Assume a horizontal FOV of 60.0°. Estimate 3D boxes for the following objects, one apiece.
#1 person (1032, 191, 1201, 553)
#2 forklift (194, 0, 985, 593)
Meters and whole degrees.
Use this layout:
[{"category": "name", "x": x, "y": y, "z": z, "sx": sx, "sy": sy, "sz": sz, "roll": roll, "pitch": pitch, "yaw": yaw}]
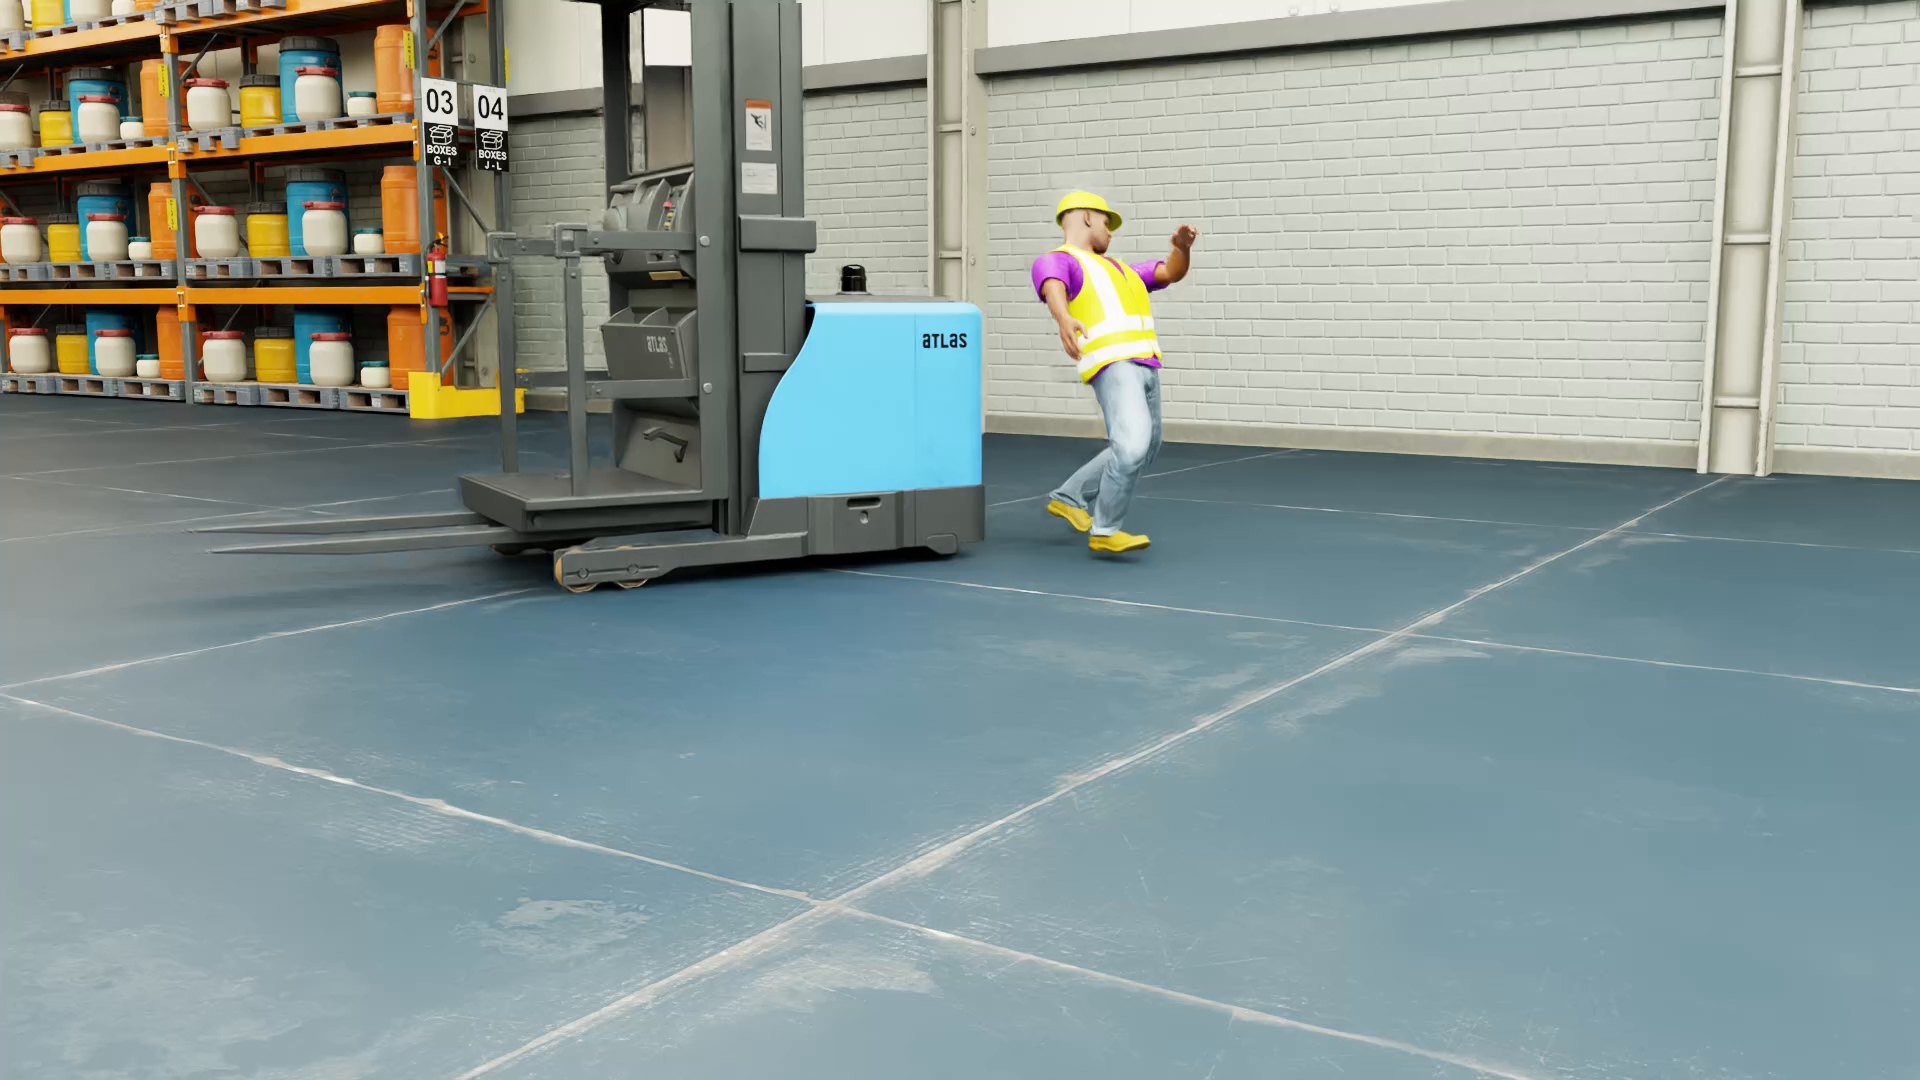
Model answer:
[{"category": "person", "x": 0.600, "y": -0.713, "z": 6.974, "sx": 0.800, "sy": 1.518, "sz": 0.972, "roll": 4, "pitch": 9, "yaw": 24}, {"category": "forklift", "x": -1.430, "y": -1.337, "z": 6.594, "sx": 3.031, "sy": 2.935, "sz": 1.130, "roll": -5, "pitch": 9, "yaw": -29}]
